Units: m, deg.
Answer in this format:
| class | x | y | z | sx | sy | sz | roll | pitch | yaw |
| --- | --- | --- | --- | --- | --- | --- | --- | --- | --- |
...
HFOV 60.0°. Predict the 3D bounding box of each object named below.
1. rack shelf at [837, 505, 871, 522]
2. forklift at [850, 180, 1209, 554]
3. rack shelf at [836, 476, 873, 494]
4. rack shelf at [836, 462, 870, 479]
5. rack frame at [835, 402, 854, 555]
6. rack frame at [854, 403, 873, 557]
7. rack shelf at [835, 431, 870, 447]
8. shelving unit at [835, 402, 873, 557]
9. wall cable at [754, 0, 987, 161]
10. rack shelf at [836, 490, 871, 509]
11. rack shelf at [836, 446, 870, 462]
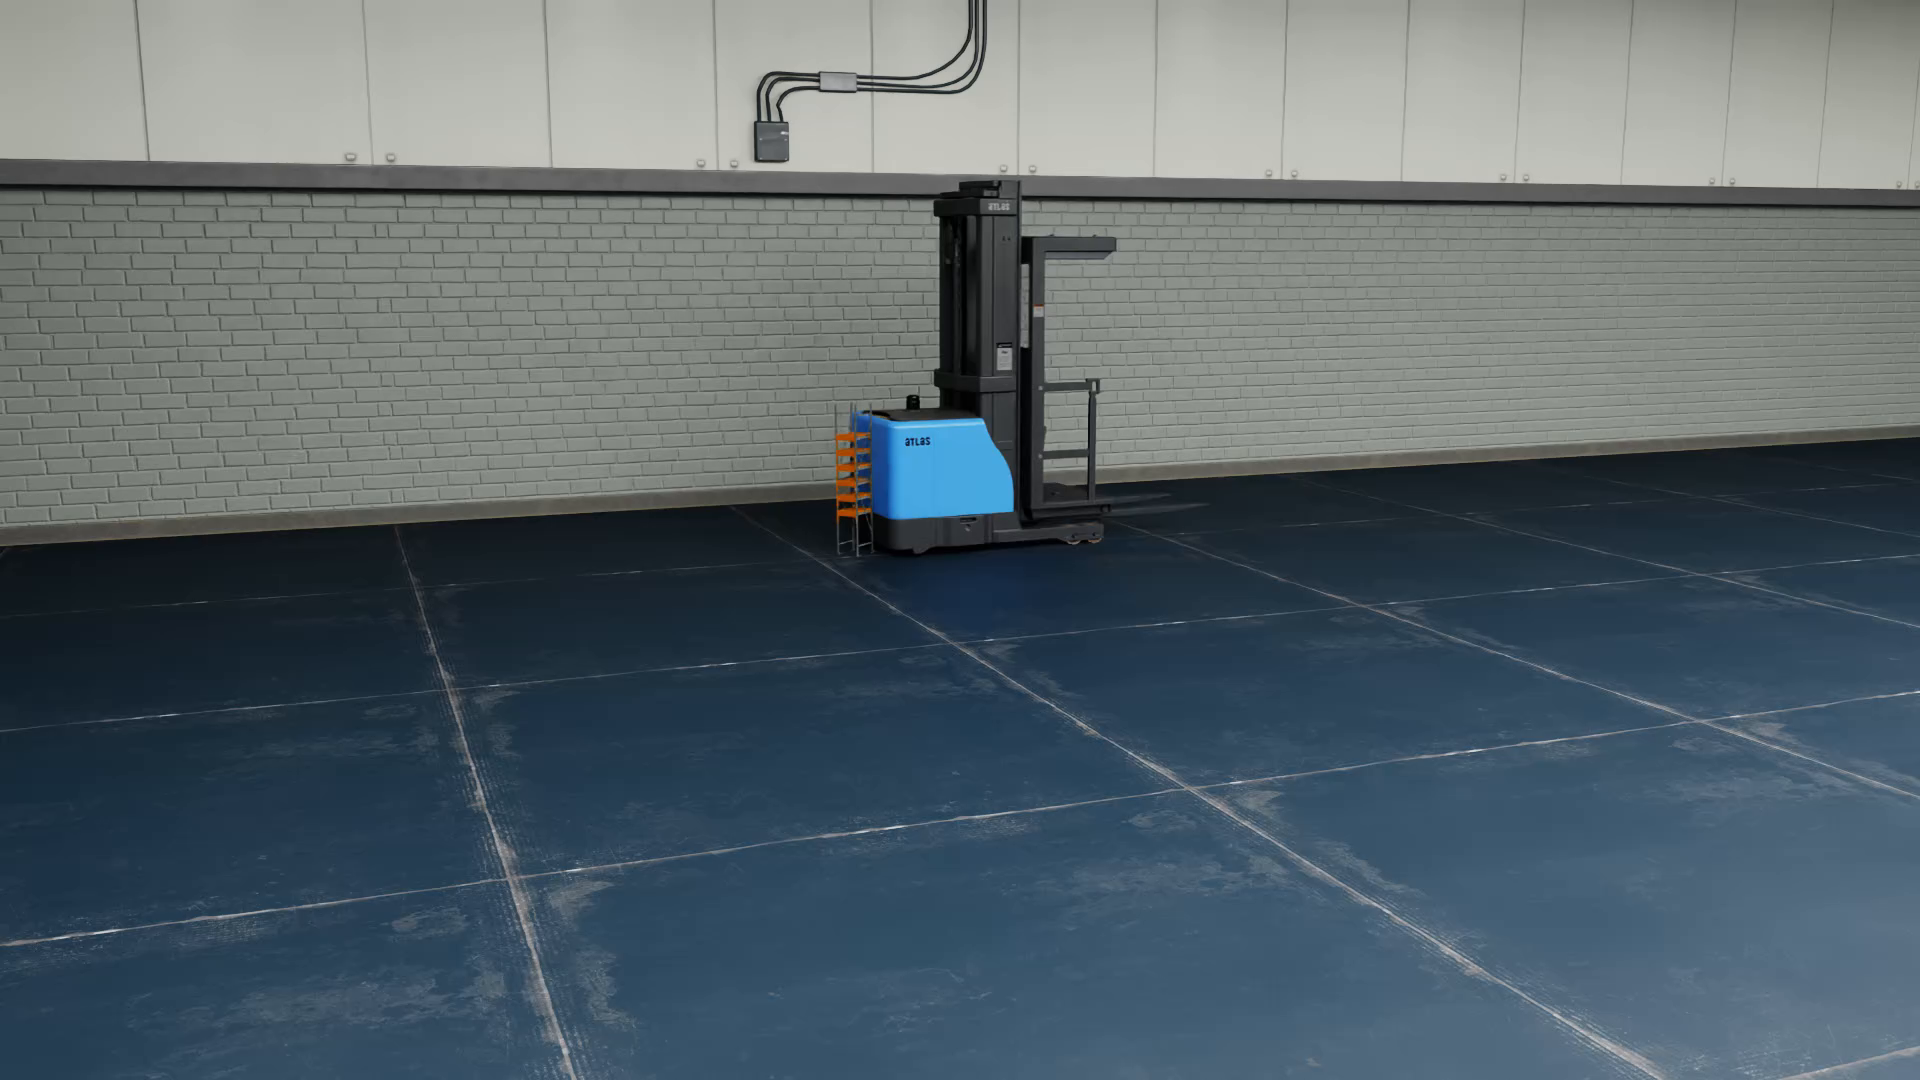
| class | x | y | z | sx | sy | sz | roll | pitch | yaw |
| --- | --- | --- | --- | --- | --- | --- | --- | --- | --- |
| rack shelf | -0.838 | -0.204 | 13.260 | 0.180 | 0.103 | 0.258 | 5 | 11 | 29 |
| forklift | 0.641 | -1.480 | 13.874 | 3.031 | 2.935 | 1.130 | -4 | 11 | -23 |
| rack shelf | -0.839 | -0.440 | 13.219 | 0.180 | 0.103 | 0.258 | 5 | 11 | 29 |
| rack shelf | -0.840 | -0.558 | 13.198 | 0.180 | 0.103 | 0.258 | 5 | 11 | 29 |
| rack frame | -0.919 | -0.491 | 13.255 | 0.006 | 1.200 | 0.240 | 5 | 11 | 29 |
| rack frame | -0.760 | -0.477 | 13.167 | 0.006 | 1.200 | 0.240 | 5 | 11 | 29 |
| rack shelf | -0.841 | -0.795 | 13.157 | 0.180 | 0.103 | 0.258 | 5 | 11 | 29 |
| shelving unit | -0.839 | -0.484 | 13.211 | 0.189 | 1.200 | 0.258 | 5 | 11 | 29 |
| wall cable | -0.801 | -6.526 | 15.203 | 2.305 | 6.003 | 0.169 | -4 | 11 | -21 |
| rack shelf | -0.839 | -0.322 | 13.239 | 0.180 | 0.103 | 0.258 | 5 | 11 | 29 |
| rack shelf | -0.840 | -0.677 | 13.177 | 0.180 | 0.103 | 0.258 | 5 | 11 | 29 |
